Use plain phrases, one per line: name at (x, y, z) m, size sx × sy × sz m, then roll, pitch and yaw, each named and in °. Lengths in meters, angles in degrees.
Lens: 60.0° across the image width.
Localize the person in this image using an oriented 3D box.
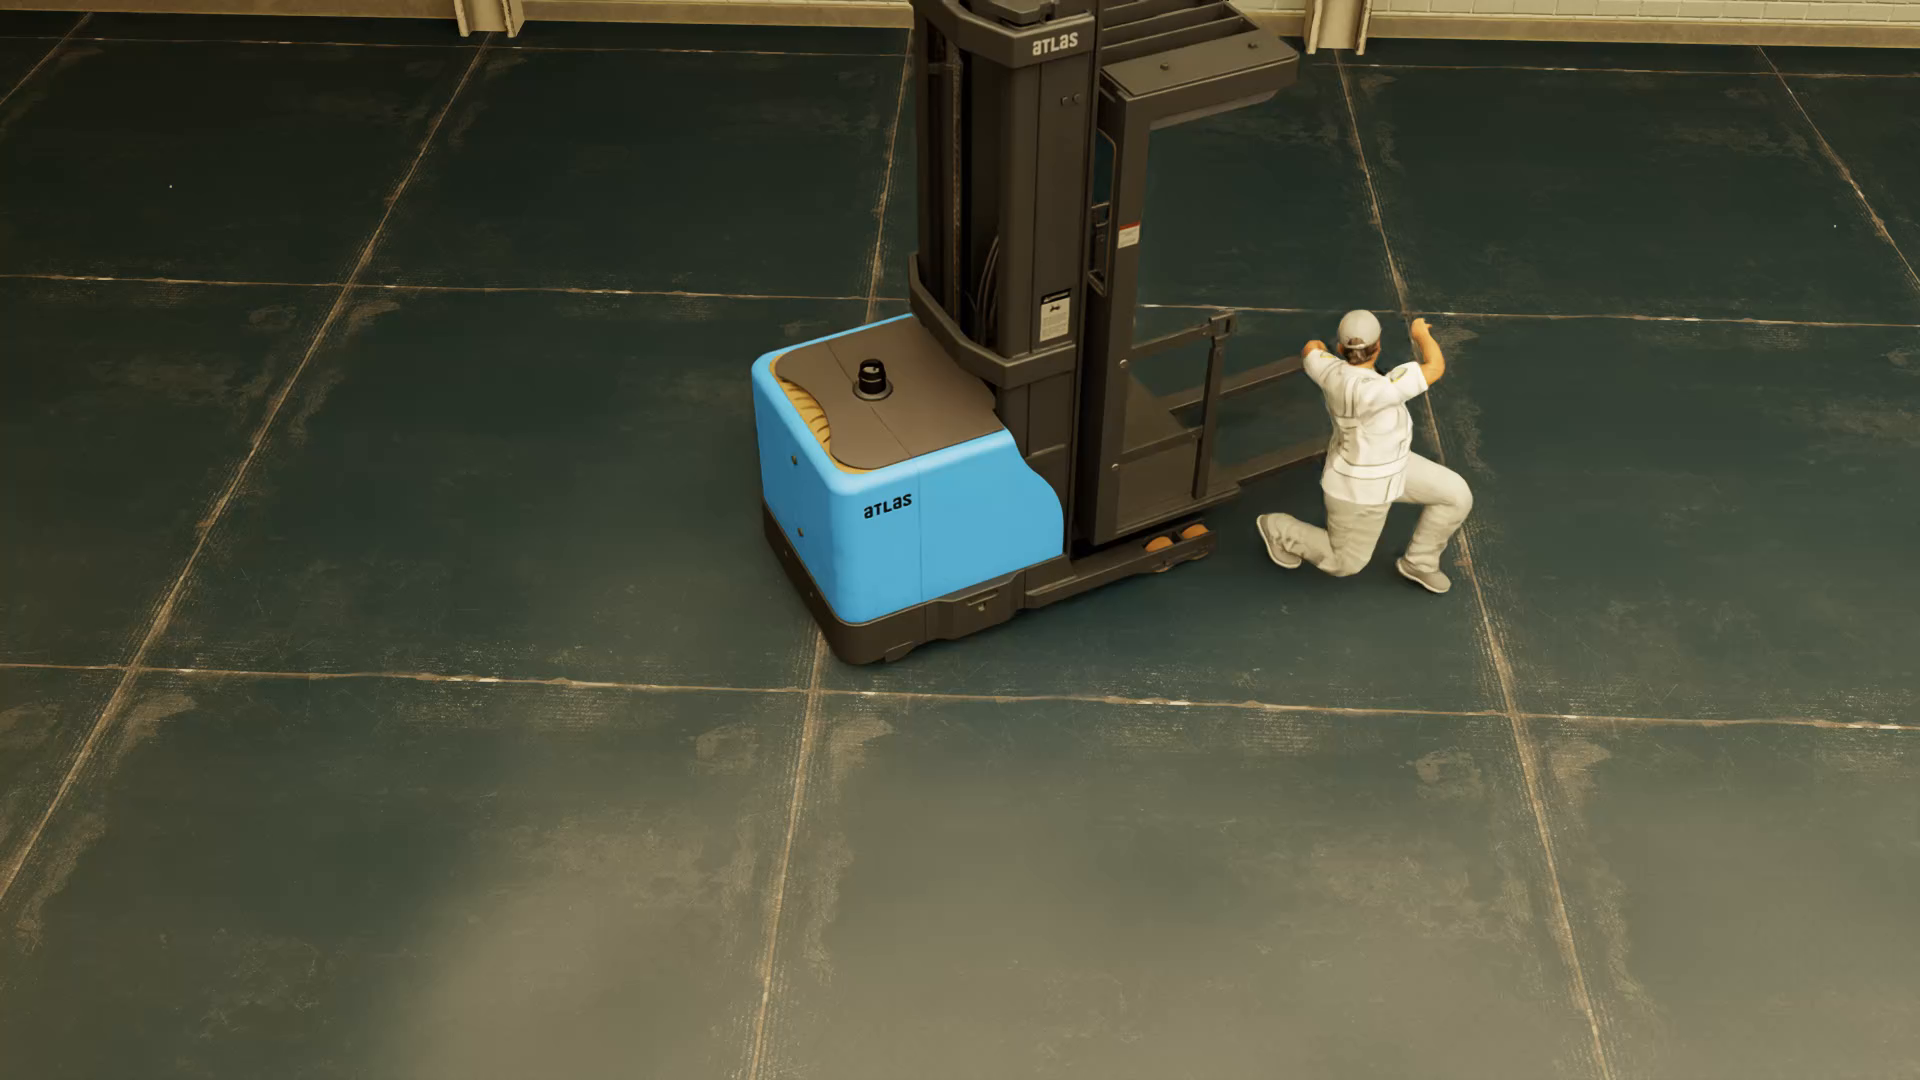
person at (1.867, -0.482, 7.429) m, size 0.922 × 1.372 × 0.923 m, roll 11°, pitch 44°, yaw 12°

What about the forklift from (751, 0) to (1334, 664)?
forklift at (0.634, -1.234, 7.094) m, size 3.031 × 2.935 × 1.130 m, roll -18°, pitch 46°, yaw -19°
